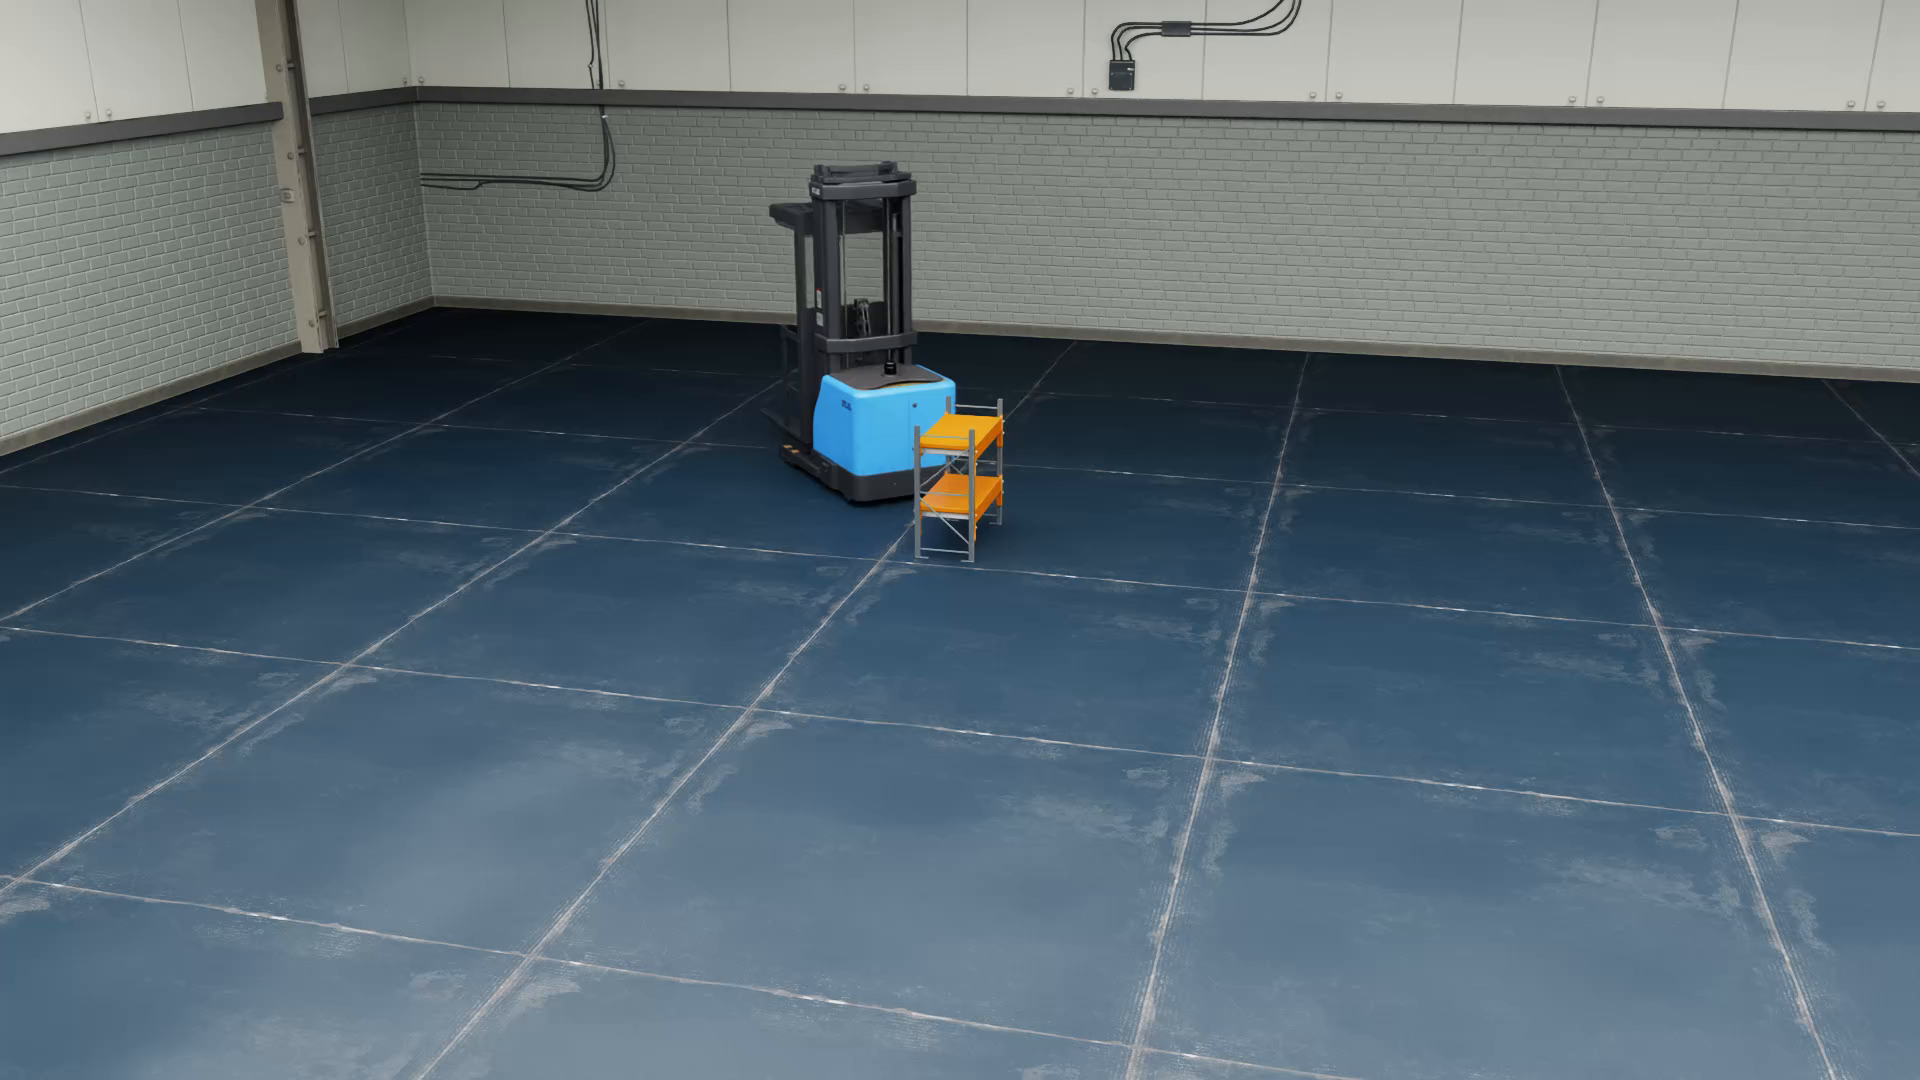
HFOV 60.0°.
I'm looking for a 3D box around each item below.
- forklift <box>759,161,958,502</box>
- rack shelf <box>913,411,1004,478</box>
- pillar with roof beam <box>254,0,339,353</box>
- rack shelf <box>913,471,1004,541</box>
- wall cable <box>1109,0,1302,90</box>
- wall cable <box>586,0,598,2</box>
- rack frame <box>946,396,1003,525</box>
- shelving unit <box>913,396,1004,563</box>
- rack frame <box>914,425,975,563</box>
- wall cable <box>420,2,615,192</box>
[{"bbox_3d":[-1.137,-2.166,15.993,1.130,2.935,3.031,-9,21,-25],"label":"forklift"},{"bbox_3d":[-0.002,-0.807,13.905,0.538,0.278,1.000,5,19,13],"label":"rack shelf"},{"bbox_3d":[-4.048,-6.366,18.904,9.100,9.000,0.400,5,19,13],"label":"pillar with roof beam"},{"bbox_3d":[-0.002,-0.299,14.079,0.538,0.278,1.000,5,19,13],"label":"rack shelf"},{"bbox_3d":[2.982,-8.380,19.537,2.305,6.003,0.169,5,19,13],"label":"wall cable"},{"bbox_3d":[-3.597,-8.232,21.357,3.097,2.526,0.112,5,19,13],"label":"wall cable"},{"bbox_3d":[0.123,-0.690,14.466,0.500,1.125,0.032,5,19,13],"label":"rack frame"},{"bbox_3d":[-0.002,-0.530,14.000,0.538,1.125,1.048,5,19,13],"label":"shelving unit"},{"bbox_3d":[-0.126,-0.371,13.533,0.500,1.125,0.032,5,19,13],"label":"rack frame"},{"bbox_3d":[-6.220,-6.056,22.799,3.097,2.526,0.112,5,19,13],"label":"wall cable"}]
